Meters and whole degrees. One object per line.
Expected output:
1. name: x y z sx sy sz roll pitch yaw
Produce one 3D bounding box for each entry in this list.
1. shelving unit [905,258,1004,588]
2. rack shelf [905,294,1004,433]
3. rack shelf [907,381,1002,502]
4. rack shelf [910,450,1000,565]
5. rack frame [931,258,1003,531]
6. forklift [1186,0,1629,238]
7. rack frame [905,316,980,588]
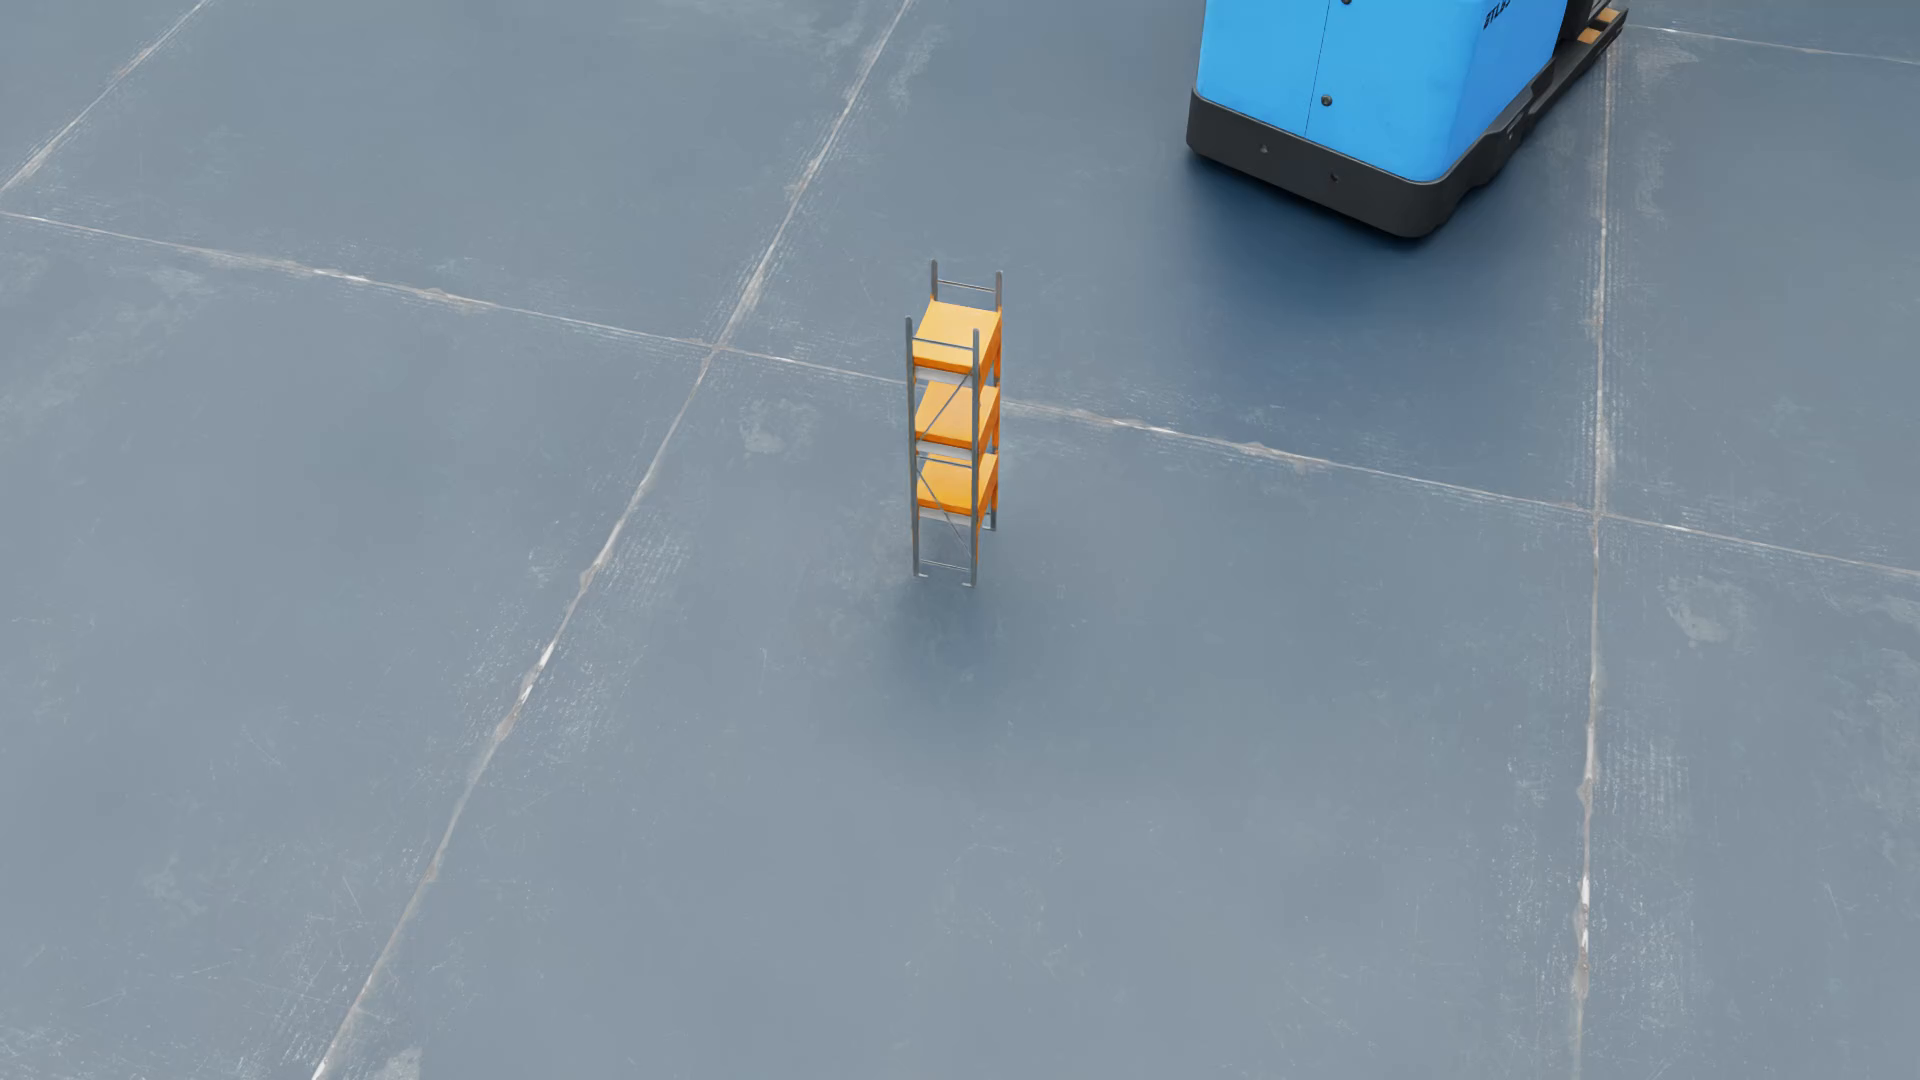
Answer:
1. shelving unit: -0.014 -0.309 4.822 0.215 1.050 0.252 12 50 10
2. rack shelf: -0.014 -0.489 4.617 0.215 0.259 0.240 12 50 10
3. rack shelf: -0.014 -0.302 4.830 0.215 0.259 0.240 12 50 10
4. rack shelf: -0.014 -0.118 5.039 0.215 0.259 0.240 12 50 10
5. rack frame: 0.018 -0.397 4.900 0.200 1.050 0.008 12 50 10
6. forklift: 2.173 -3.150 6.076 1.130 2.935 3.031 29 55 23
7. rack frame: -0.046 -0.220 4.744 0.200 1.050 0.008 12 50 10
